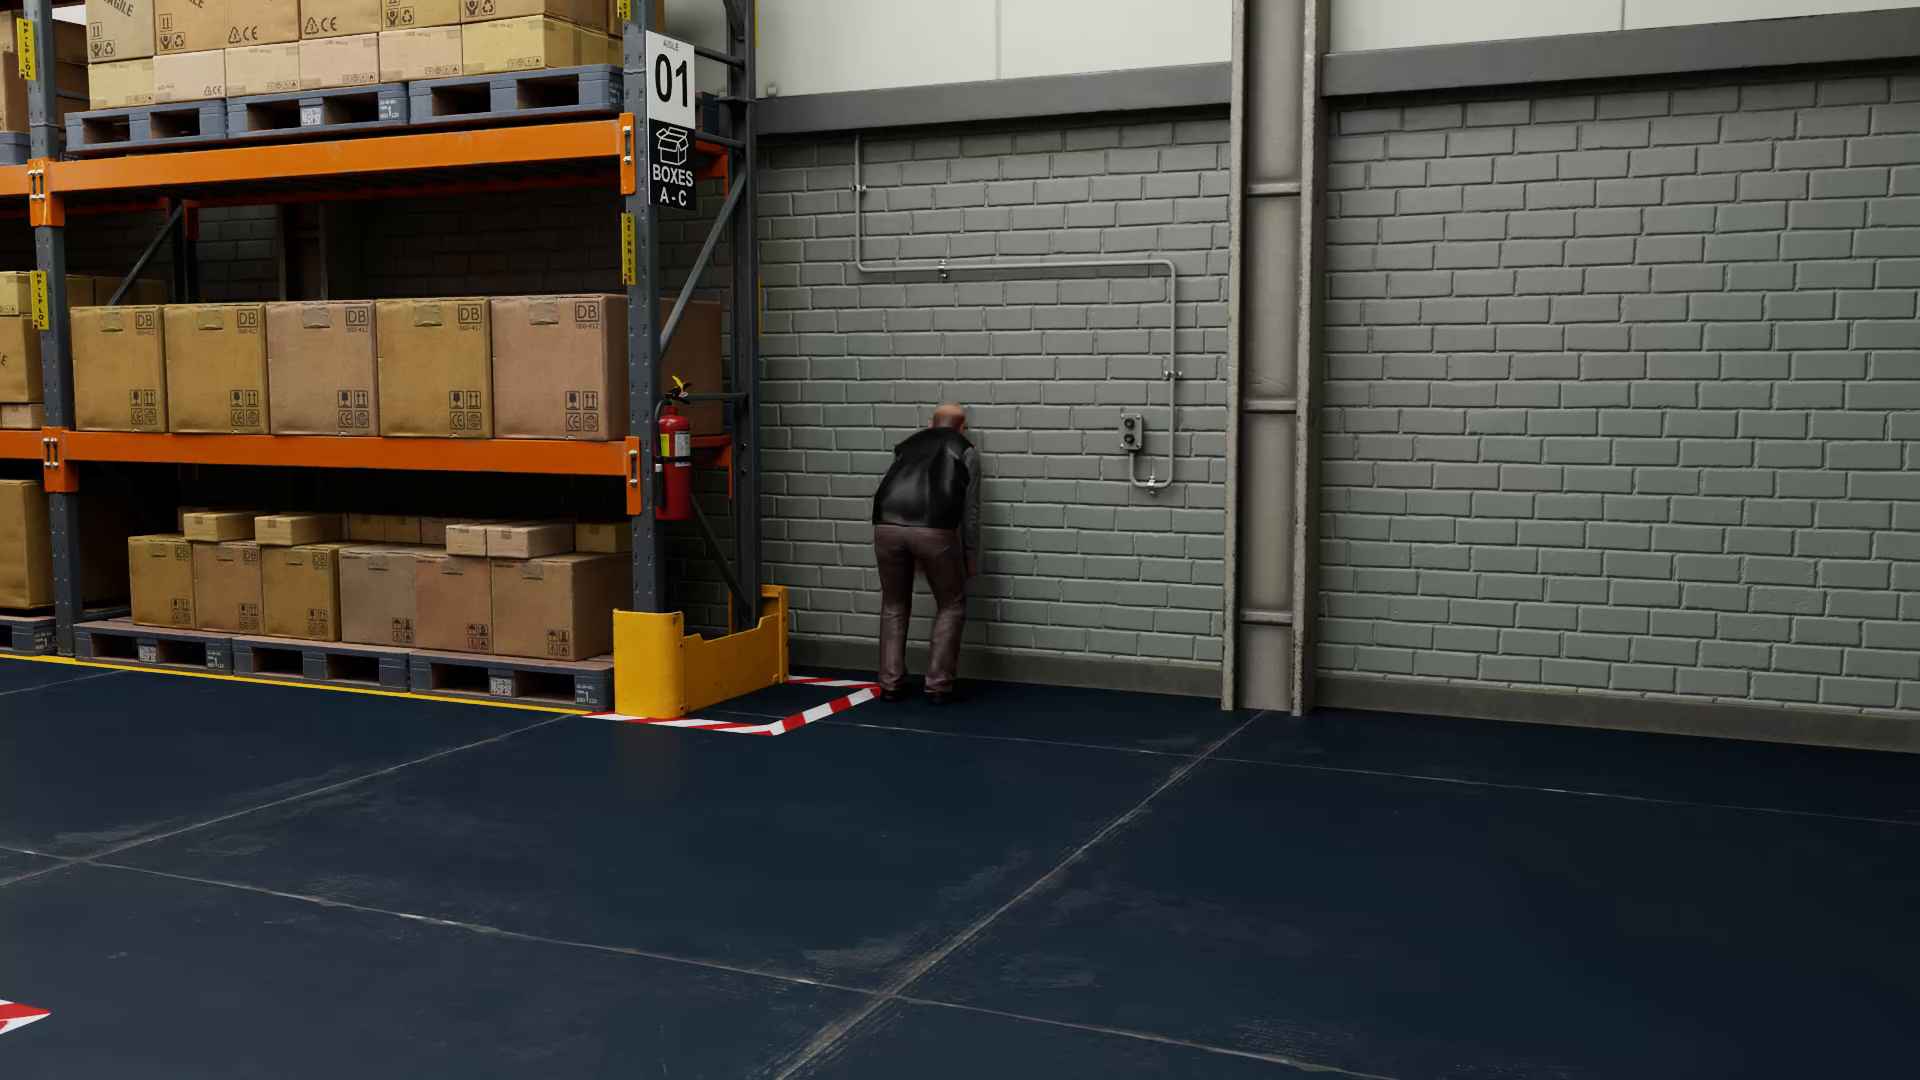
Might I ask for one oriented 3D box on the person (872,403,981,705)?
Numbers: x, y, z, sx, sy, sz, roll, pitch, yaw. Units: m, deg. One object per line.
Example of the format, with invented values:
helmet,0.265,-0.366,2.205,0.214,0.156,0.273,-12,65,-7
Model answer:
person,-0.152,0.051,8.414,0.469,1.480,0.796,2,6,20
